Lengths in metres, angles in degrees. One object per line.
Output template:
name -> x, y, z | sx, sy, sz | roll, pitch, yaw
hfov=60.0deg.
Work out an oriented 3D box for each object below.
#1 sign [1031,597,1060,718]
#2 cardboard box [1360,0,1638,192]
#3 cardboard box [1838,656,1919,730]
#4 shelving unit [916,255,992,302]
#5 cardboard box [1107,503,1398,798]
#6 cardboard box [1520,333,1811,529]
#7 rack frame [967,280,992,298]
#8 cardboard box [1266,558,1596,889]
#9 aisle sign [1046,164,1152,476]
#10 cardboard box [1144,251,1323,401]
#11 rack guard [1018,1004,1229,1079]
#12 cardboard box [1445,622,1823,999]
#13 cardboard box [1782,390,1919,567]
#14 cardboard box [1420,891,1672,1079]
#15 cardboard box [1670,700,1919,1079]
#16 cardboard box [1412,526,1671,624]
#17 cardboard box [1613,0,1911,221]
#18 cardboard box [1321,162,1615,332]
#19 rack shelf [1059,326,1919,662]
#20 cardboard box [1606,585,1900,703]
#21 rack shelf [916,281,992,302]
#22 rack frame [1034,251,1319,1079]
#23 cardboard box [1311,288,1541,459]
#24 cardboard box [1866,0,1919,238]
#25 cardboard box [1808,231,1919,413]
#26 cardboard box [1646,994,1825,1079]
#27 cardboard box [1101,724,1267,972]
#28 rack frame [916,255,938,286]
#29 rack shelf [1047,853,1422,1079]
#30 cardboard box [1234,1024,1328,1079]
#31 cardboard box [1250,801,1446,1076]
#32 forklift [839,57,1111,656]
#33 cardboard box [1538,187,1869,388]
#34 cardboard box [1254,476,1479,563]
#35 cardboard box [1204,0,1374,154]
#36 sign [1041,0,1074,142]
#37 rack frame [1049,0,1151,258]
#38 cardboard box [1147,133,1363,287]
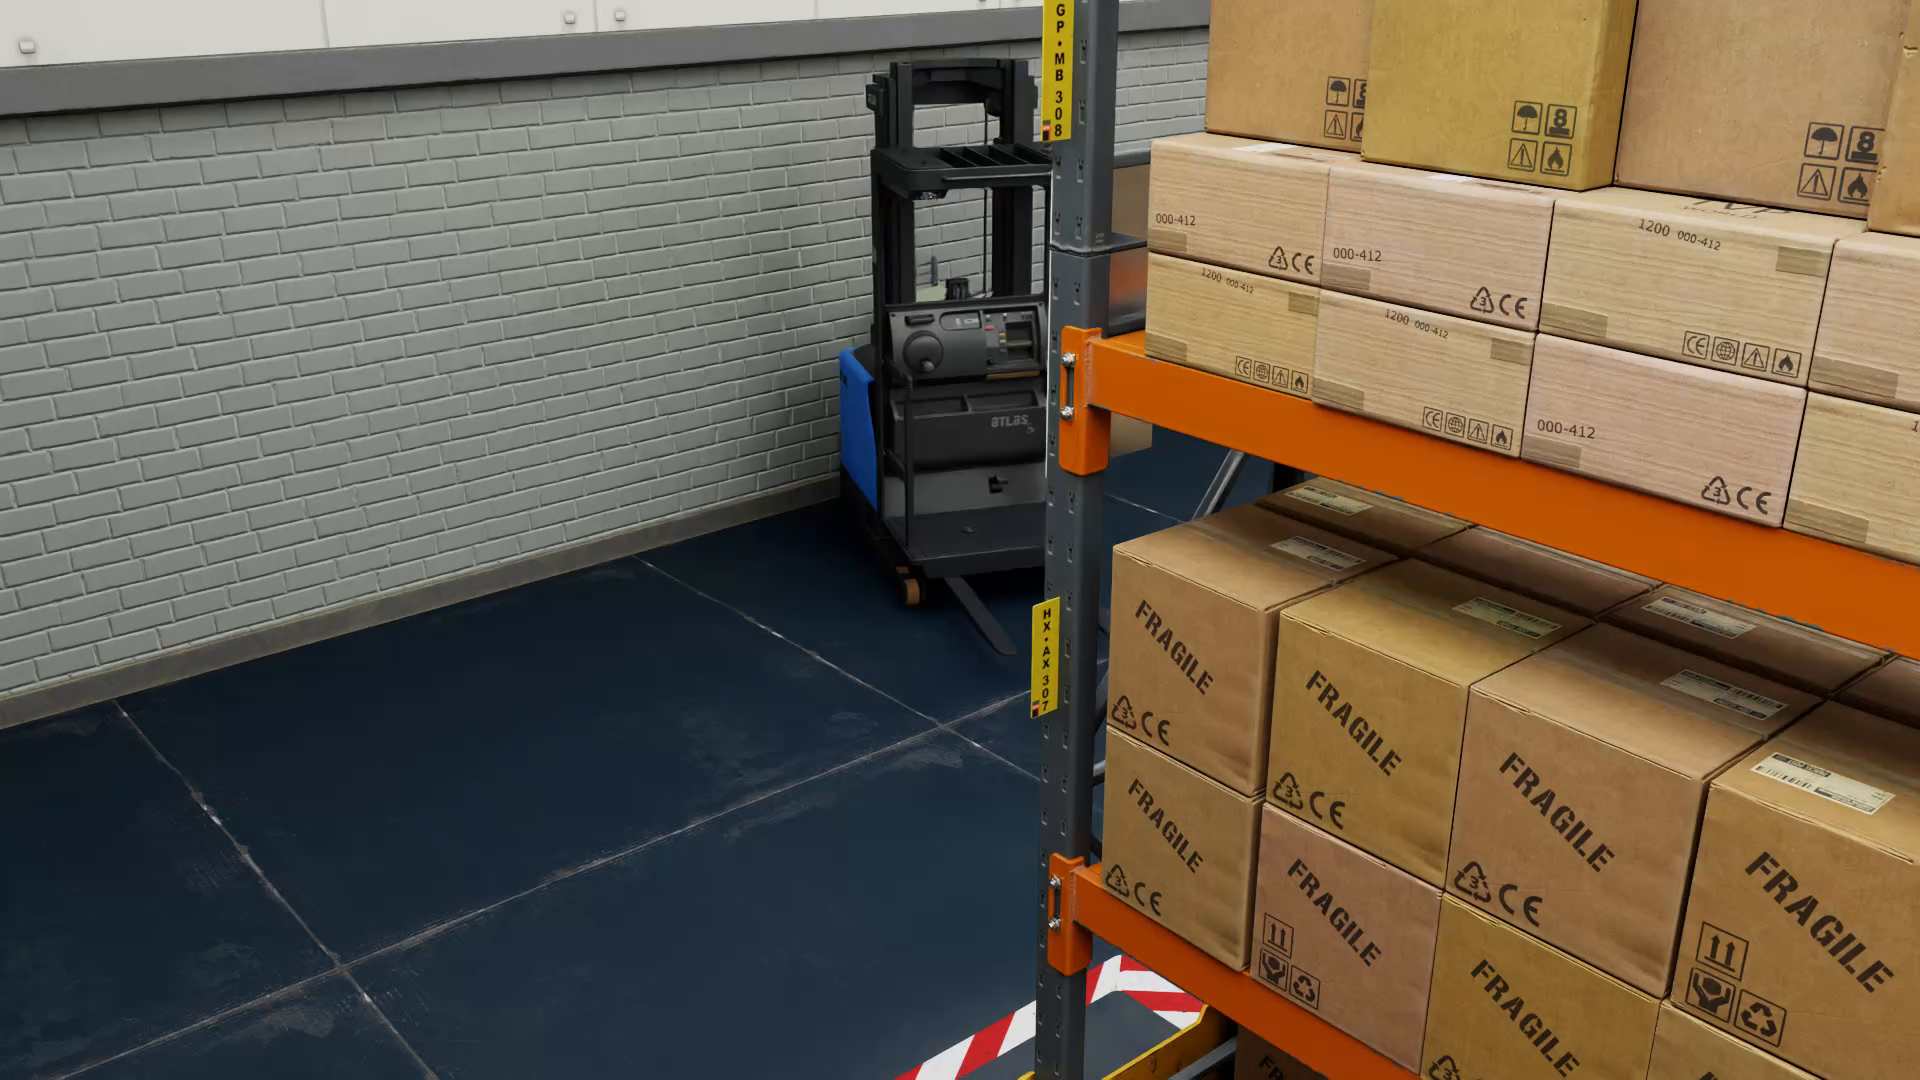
sign -> 0.227, 0.311, 4.389 | 0.100, 0.325, 0.005 | -17, 27, -37
cardboard box -> 1.248, -1.027, 3.373 | 0.700, 0.500, 0.500 | -17, 27, -37
cardboard box -> 2.145, 0.554, 3.449 | 0.500, 0.500, 0.500 | -16, 27, -36
shelving unit -> -0.030, -1.082, 11.123 | 0.431, 1.500, 0.755 | -21, 28, -37
cardboard box -> 0.728, 0.258, 4.203 | 0.500, 0.500, 0.500 | -16, 27, -36
cardboard box -> 1.425, -0.260, 3.128 | 0.500, 0.250, 0.500 | -17, 27, -37
rack frame -> 0.214, -0.994, 10.866 | 0.400, 1.500, 0.023 | -21, 28, -37
cardboard box -> 1.075, 0.401, 3.839 | 0.500, 0.500, 0.500 | -17, 27, -37
aisle sign -> 0.371, -0.574, 4.273 | 0.394, 0.787, 0.004 | -17, 27, -37
cardboard box -> 0.781, -0.539, 3.840 | 0.500, 0.250, 0.500 | -17, 27, -37
rack guard -> 0.688, 1.770, 5.279 | 1.175, 0.500, 0.348 | -17, 27, -37
cardboard box -> 1.398, 0.540, 3.483 | 0.500, 0.500, 0.500 | -17, 27, -37
cardboard box -> 1.757, -0.124, 2.779 | 0.500, 0.250, 0.500 | -17, 27, -37
cardboard box -> 1.395, 1.005, 3.669 | 0.500, 0.500, 0.500 | -18, 27, -38
cardboard box -> 1.730, 0.681, 3.125 | 0.500, 0.500, 0.500 | -18, 28, -38
cardboard box -> 1.468, 0.270, 4.174 | 0.500, 0.500, 0.500 | -17, 27, -36
cardboard box -> 1.656, -0.915, 3.085 | 0.700, 0.500, 0.500 | -17, 27, -37
cardboard box -> 1.098, -0.631, 3.389 | 0.500, 0.250, 0.500 | -17, 27, -37
rack shelf -> 1.944, 0.076, 3.050 | 1.077, 0.370, 4.000 | -17, 27, -37
cardboard box -> 1.810, 0.412, 3.811 | 0.500, 0.500, 0.500 | -17, 27, -36
rack shelf -> -0.050, -1.445, 10.979 | 0.431, 0.370, 0.720 | -21, 28, -37
rack frame -> 0.638, 0.585, 4.877 | 1.000, 3.000, 0.127 | -17, 27, -37
cardboard box -> 1.098, -0.398, 3.480 | 0.500, 0.250, 0.500 | -17, 27, -37
cardboard box -> 1.912, -0.754, 2.676 | 0.700, 0.500, 0.500 | -17, 27, -37
cardboard box -> 1.752, -0.355, 2.685 | 0.500, 0.250, 0.500 | -17, 27, -37
cardboard box -> 1.720, 1.143, 3.315 | 0.500, 0.500, 0.500 | -17, 27, -37
cardboard box -> 0.728, 0.724, 4.386 | 0.500, 0.500, 0.500 | -17, 27, -36
rack frame -> -0.274, -1.171, 11.381 | 0.400, 1.500, 0.023 | -21, 28, -37
rack shelf -> 1.944, 1.473, 3.597 | 1.077, 0.370, 4.000 | -17, 27, -37
cardboard box -> 1.180, 1.636, 5.019 | 0.500, 0.500, 0.500 | -17, 27, -37
cardboard box -> 1.069, 0.865, 4.025 | 0.500, 0.500, 0.500 | -18, 28, -38
forklift -> 0.115, -1.140, 9.377 | 1.130, 2.935, 3.031 | -6, 22, -15
cardboard box -> 1.429, -0.494, 3.040 | 0.500, 0.250, 0.500 | -17, 27, -37
cardboard box -> 1.137, 0.131, 4.530 | 0.500, 0.500, 0.500 | -18, 28, -38
cardboard box -> 0.986, -1.186, 3.777 | 0.700, 0.500, 0.500 | -17, 27, -37
sign -> 0.227, -1.089, 3.841 | 0.100, 0.325, 0.005 | -17, 27, -37
rack frame -> 0.638, -2.208, 3.783 | 1.000, 3.000, 0.127 | -17, 27, -37
cardboard box -> 0.777, -0.771, 3.746 | 0.500, 0.250, 0.500 | -17, 27, -37
